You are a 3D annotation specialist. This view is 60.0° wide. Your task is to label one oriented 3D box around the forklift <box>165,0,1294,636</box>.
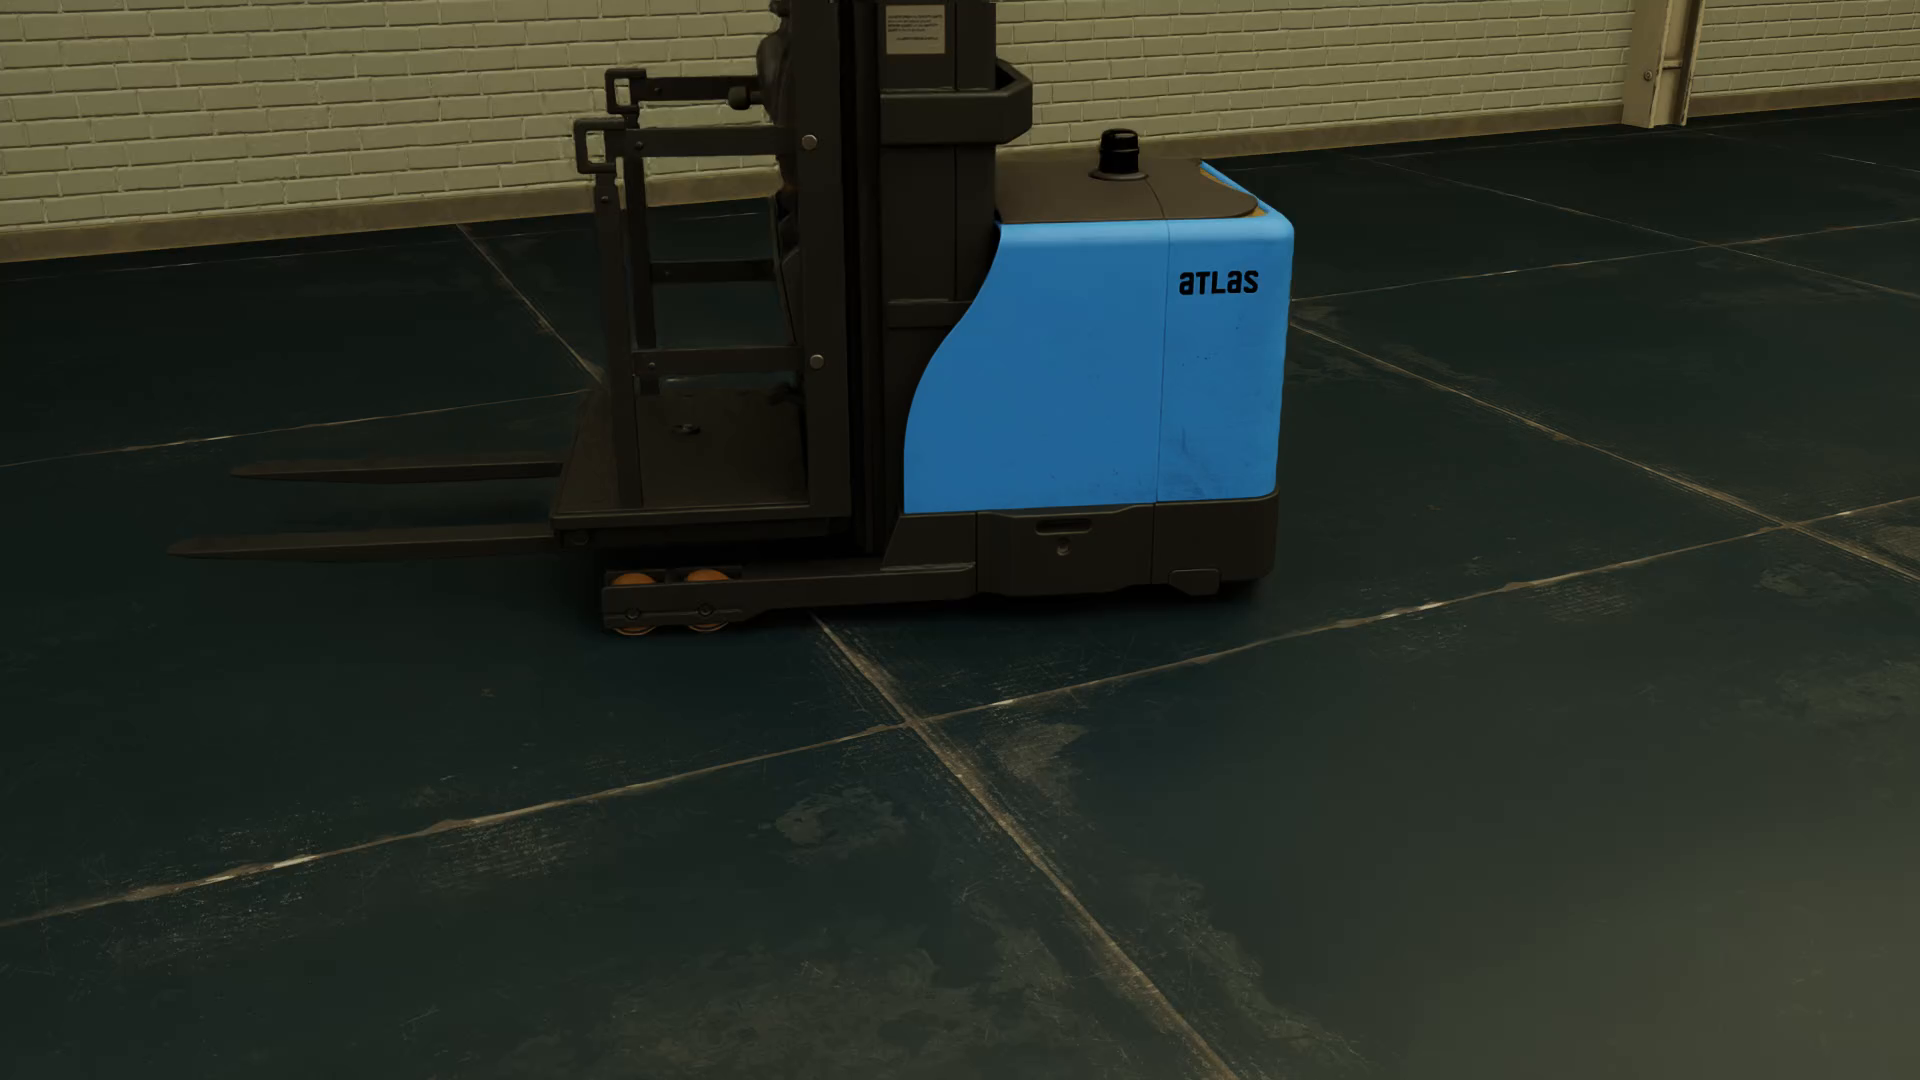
[{"bbox_3d":[-0.662,-1.309,4.438,3.031,2.935,1.130,-3,23,-6],"label":"forklift"}]
